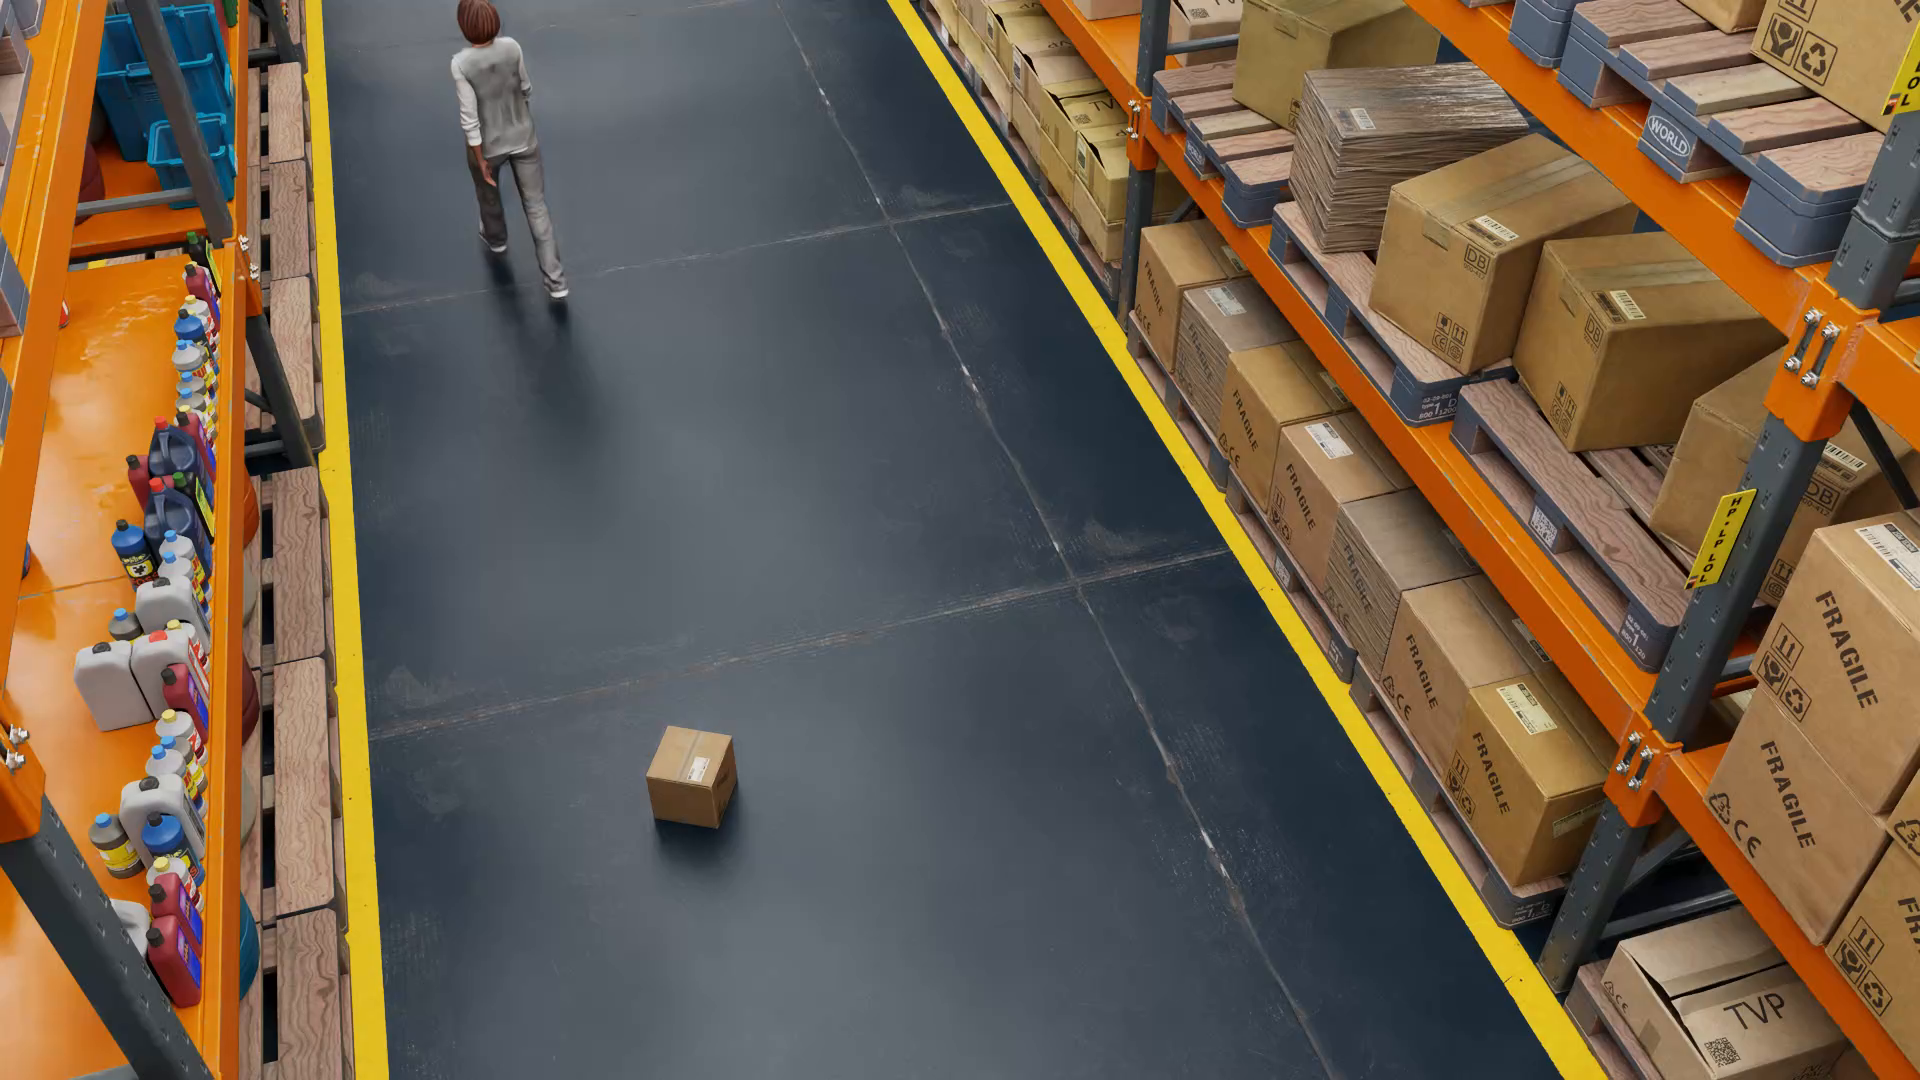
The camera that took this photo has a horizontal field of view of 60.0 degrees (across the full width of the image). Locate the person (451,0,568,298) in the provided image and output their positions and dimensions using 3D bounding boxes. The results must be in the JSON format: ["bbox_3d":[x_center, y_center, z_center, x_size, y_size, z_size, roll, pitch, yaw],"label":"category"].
[{"bbox_3d":[-2.301,-2.023,8.343,0.406,1.540,0.944,-20,46,-20],"label":"person"}]
